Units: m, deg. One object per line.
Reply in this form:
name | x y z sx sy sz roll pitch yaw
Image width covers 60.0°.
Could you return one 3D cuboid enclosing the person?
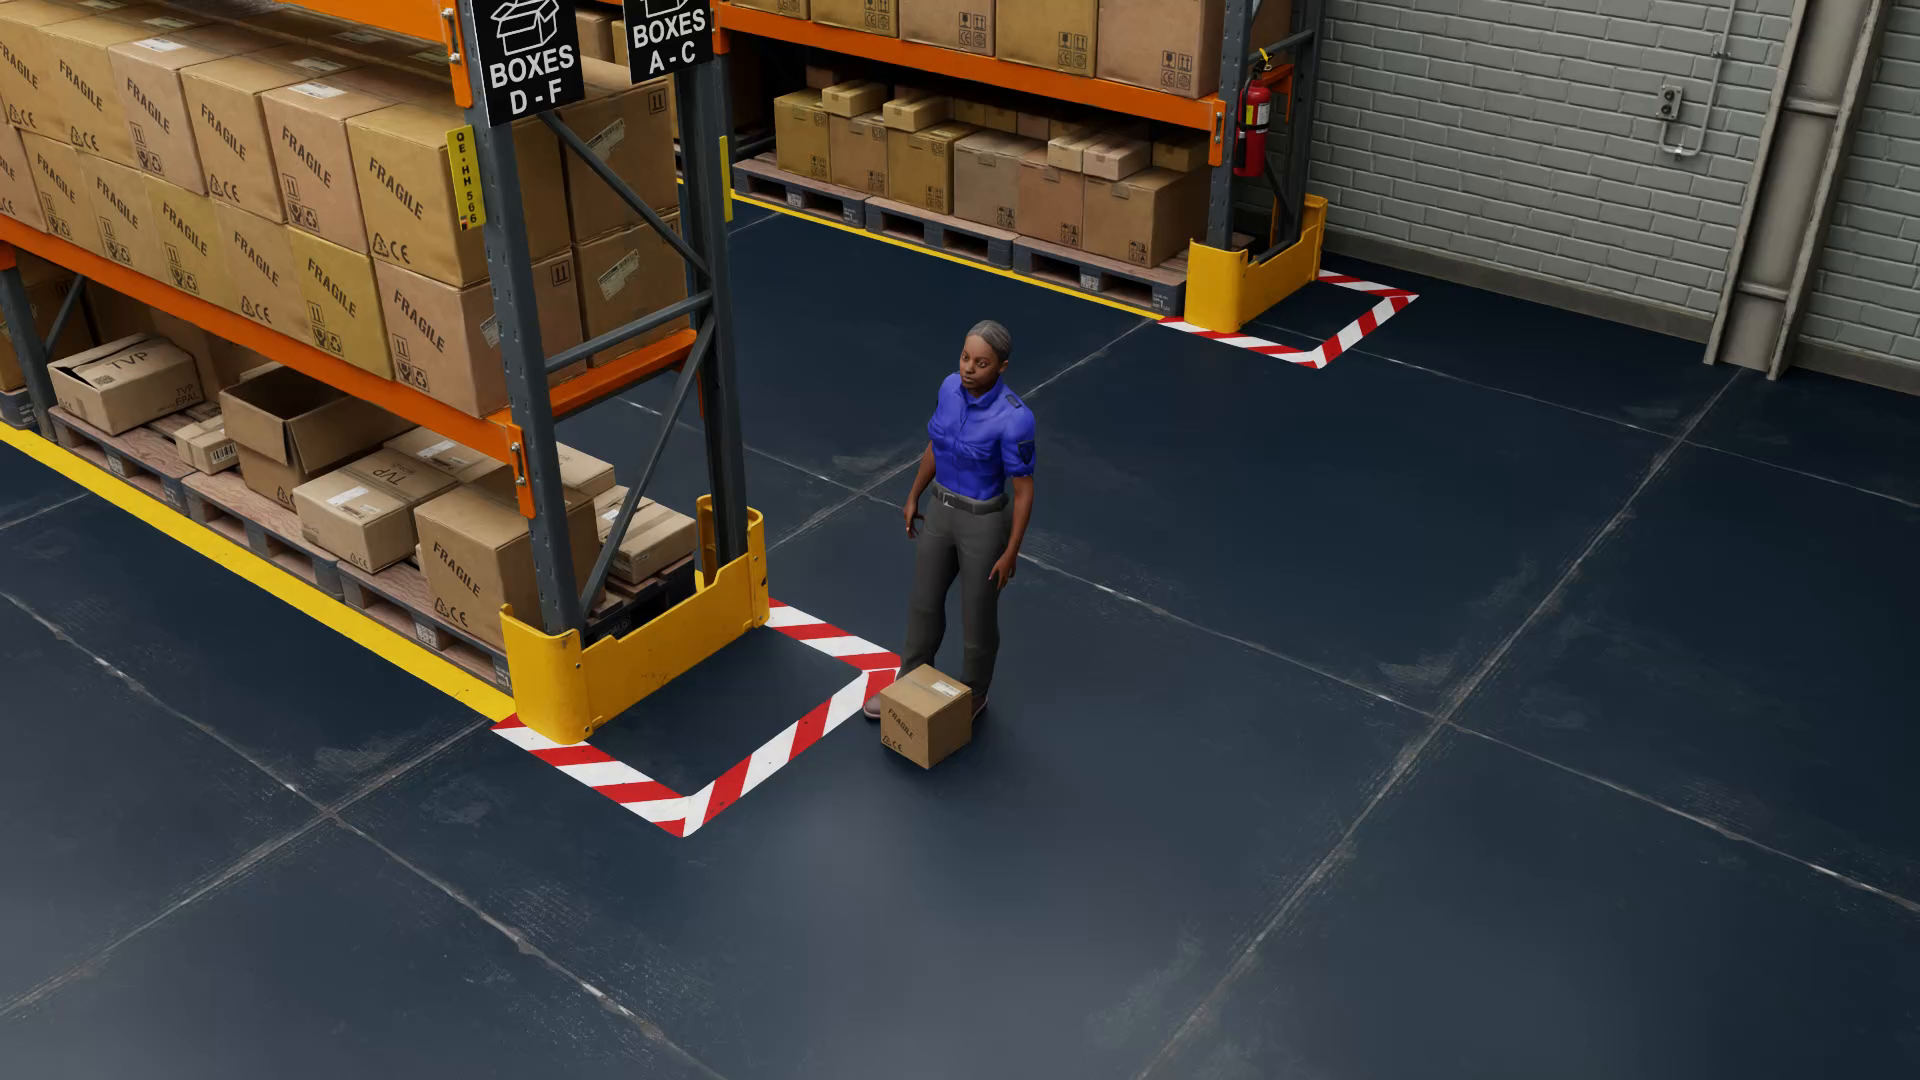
person | -0.031 -0.018 6.151 0.568 1.655 0.504 26 39 36
